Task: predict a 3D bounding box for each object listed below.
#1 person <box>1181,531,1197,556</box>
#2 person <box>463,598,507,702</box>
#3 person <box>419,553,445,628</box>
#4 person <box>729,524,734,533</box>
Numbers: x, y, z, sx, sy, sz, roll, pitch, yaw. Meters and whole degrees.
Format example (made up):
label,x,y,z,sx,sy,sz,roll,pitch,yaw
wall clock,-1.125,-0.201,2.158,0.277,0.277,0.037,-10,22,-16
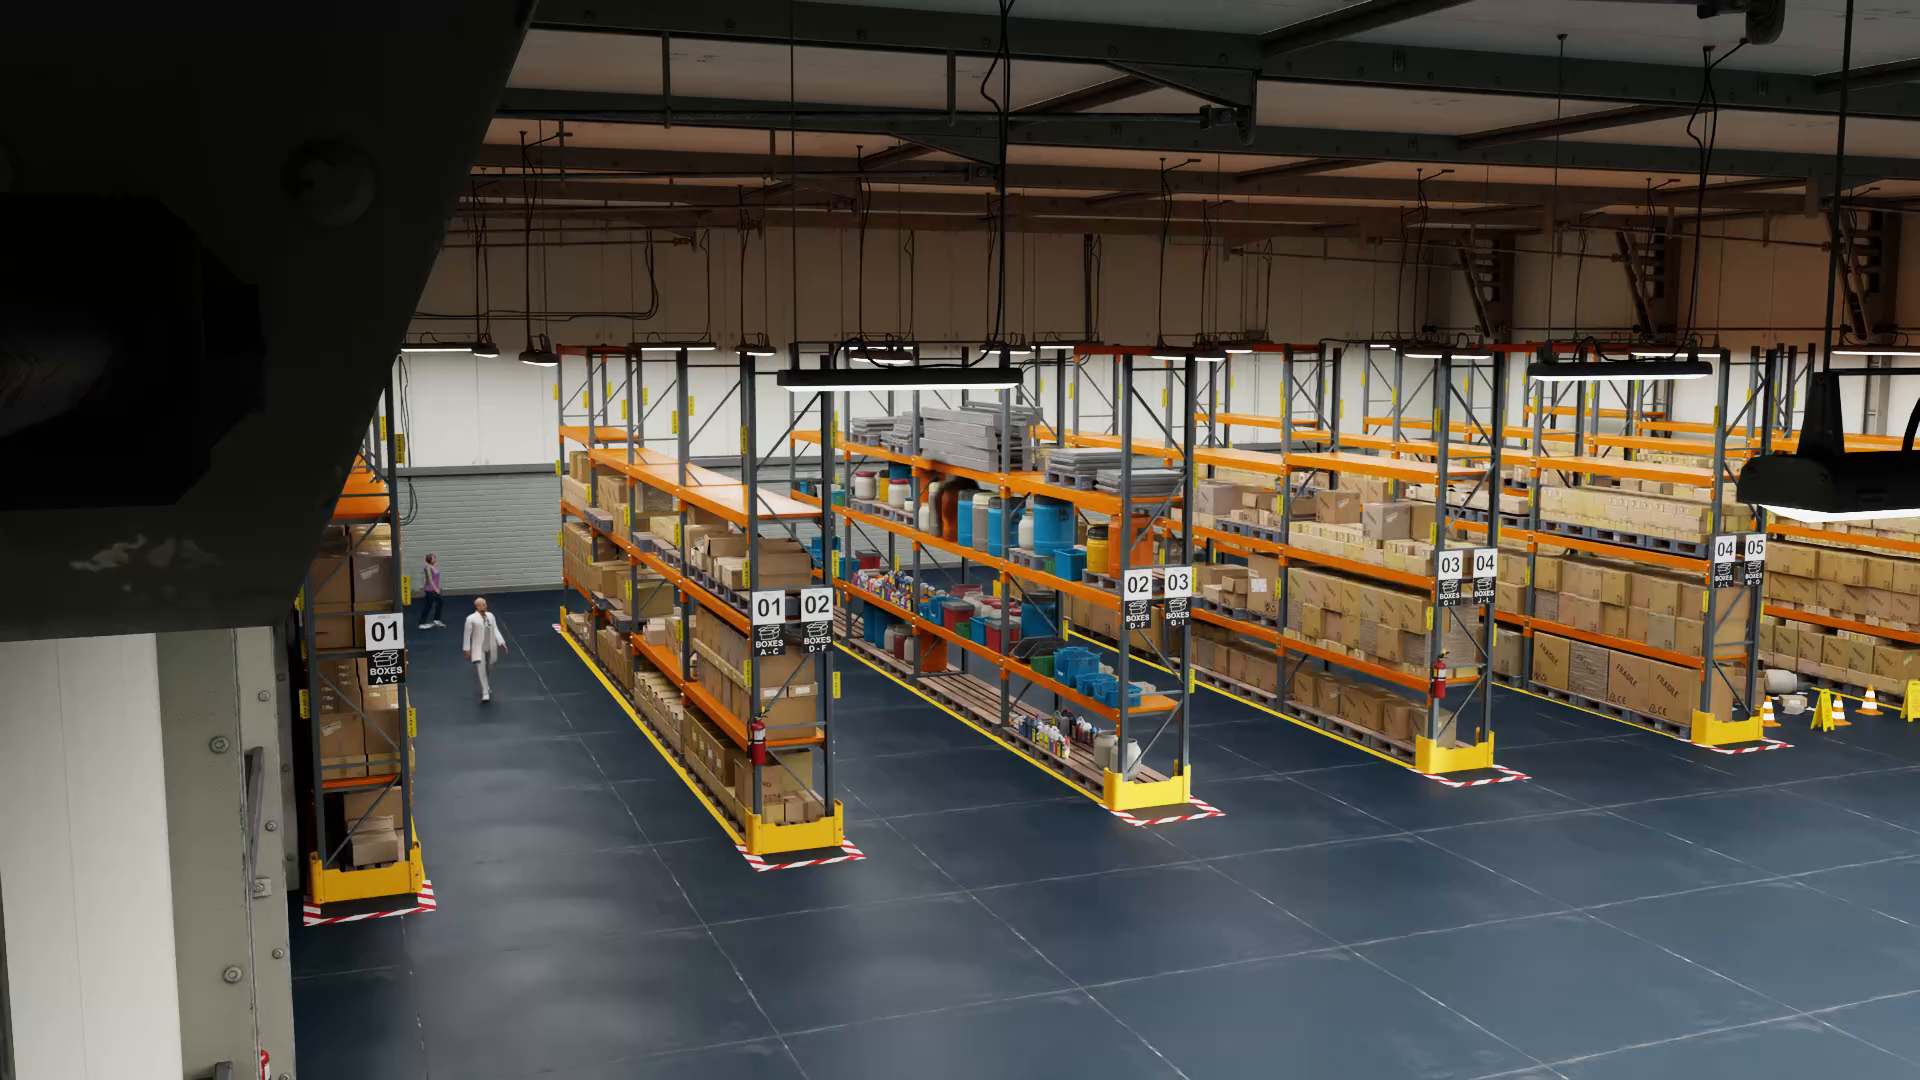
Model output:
label,x,y,z,sx,sy,sz,roll,pitch,yaw
person,5.766,0.164,41.567,0.778,1.760,0.572,-3,8,-21
person,-8.139,1.852,28.466,0.726,1.727,1.128,-4,8,-29
person,-11.174,1.088,35.126,0.553,1.610,0.507,-3,8,-22
person,-5.523,0.424,39.987,0.474,1.665,0.802,2,8,15
